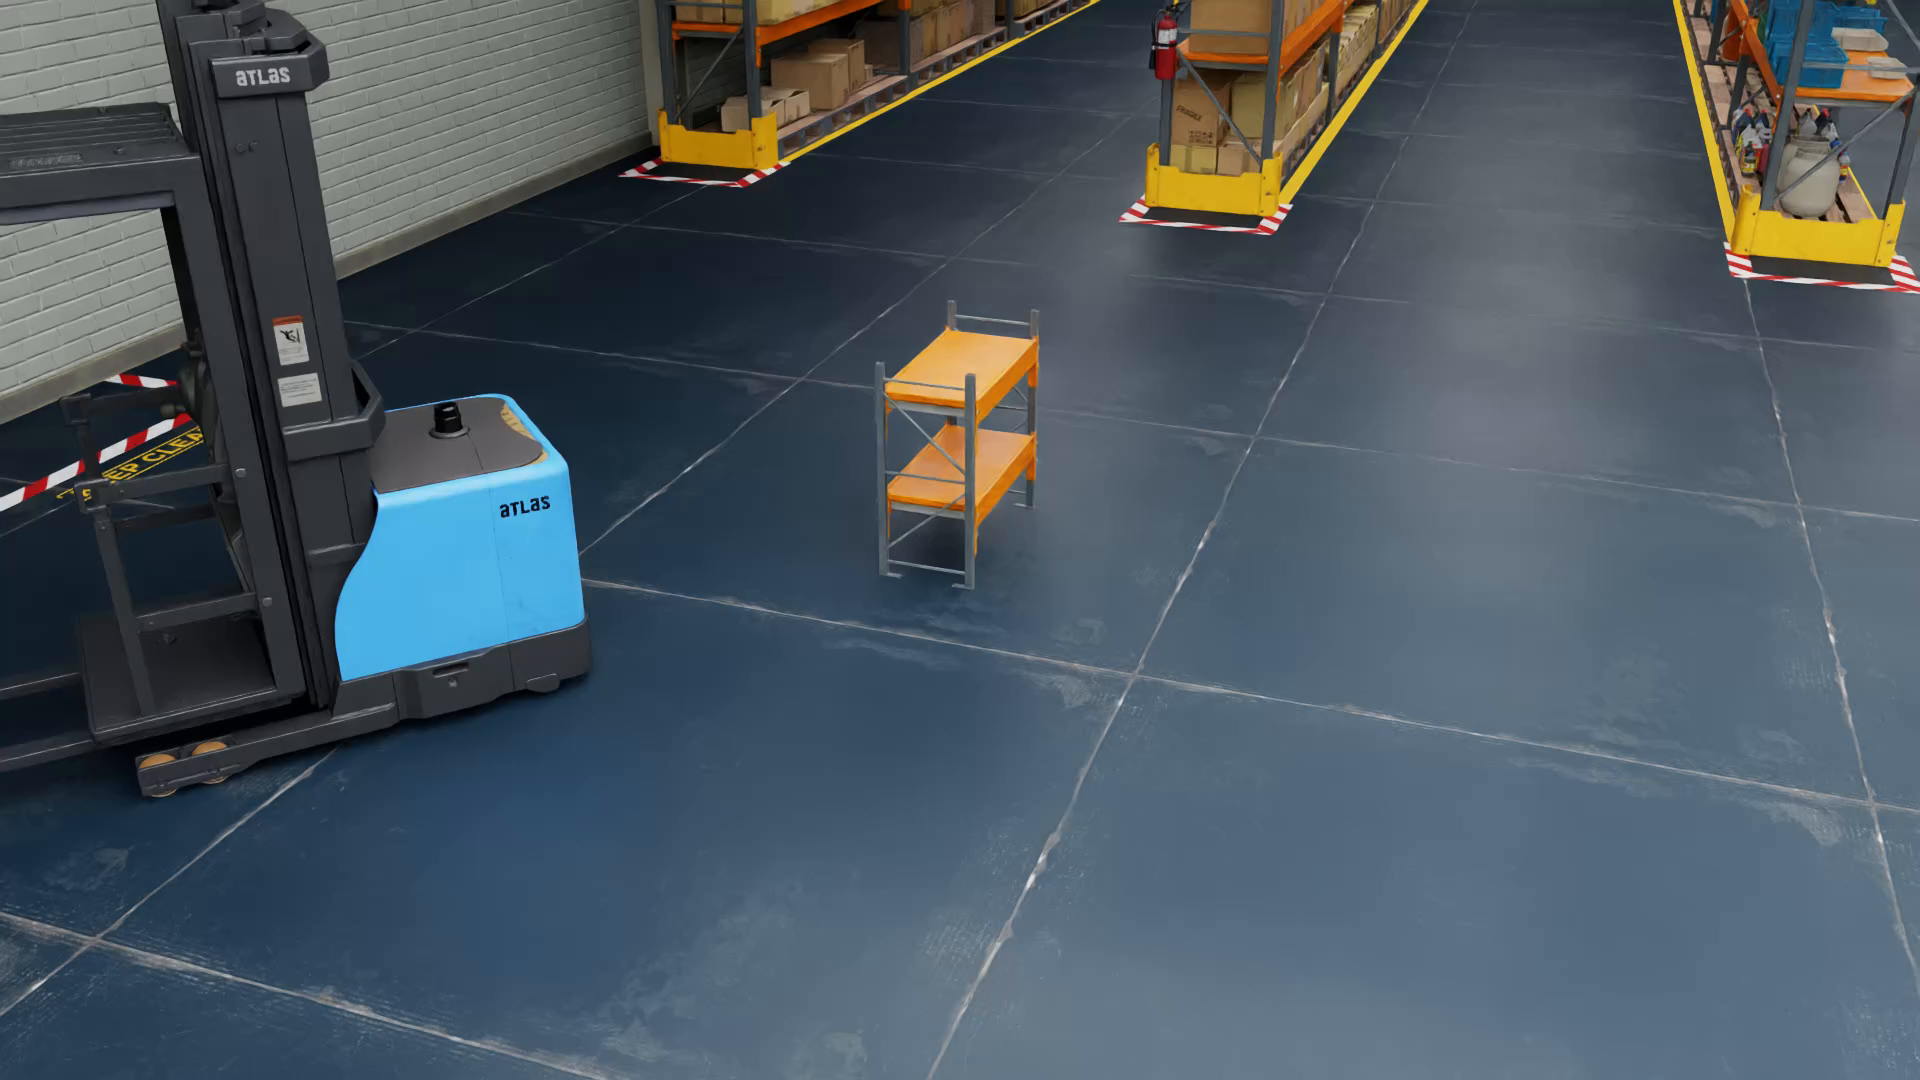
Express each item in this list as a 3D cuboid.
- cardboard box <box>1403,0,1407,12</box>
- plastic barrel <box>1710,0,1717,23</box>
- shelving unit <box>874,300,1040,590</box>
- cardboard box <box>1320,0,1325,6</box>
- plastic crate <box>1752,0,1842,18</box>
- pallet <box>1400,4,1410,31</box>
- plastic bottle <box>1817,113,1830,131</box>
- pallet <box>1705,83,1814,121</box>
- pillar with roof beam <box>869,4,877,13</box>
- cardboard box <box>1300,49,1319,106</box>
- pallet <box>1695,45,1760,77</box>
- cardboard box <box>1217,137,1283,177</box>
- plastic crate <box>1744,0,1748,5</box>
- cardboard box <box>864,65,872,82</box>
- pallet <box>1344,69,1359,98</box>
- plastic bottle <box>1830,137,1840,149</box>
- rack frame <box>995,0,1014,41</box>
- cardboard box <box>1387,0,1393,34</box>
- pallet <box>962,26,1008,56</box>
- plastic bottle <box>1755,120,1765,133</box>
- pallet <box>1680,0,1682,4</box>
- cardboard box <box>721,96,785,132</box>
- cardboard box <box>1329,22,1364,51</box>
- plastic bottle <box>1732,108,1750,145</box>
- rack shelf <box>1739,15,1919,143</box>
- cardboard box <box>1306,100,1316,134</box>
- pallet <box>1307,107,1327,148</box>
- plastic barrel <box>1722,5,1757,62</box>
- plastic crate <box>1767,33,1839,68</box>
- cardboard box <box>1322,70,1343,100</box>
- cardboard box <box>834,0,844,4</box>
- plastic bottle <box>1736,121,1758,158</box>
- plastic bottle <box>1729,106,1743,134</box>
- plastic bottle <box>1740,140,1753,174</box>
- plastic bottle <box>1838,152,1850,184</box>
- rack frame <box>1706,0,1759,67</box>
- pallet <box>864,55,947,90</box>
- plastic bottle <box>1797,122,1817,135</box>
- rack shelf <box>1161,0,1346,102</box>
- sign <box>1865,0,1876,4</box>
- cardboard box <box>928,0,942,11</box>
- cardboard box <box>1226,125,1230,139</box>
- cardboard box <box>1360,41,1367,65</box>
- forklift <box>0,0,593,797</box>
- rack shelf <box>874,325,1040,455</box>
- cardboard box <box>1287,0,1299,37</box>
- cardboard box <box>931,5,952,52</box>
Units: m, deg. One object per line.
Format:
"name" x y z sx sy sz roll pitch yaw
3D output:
"cardboard box" 6.189 -7.911 24.011 0.500 0.500 0.500 9 27 18
"plastic barrel" 10.728 -7.588 22.906 0.600 0.901 0.708 9 27 17
"shelving unit" 0.002 -0.509 8.511 0.538 1.125 1.048 9 27 17
"cardboard box" 3.451 -5.859 17.294 0.700 0.500 0.500 8 27 16
"plastic crate" 7.969 -5.053 15.814 0.767 0.338 0.504 9 27 17
"pallet" 6.020 -7.690 24.390 1.003 0.211 1.213 9 27 17
"plastic bottle" 8.256 -3.898 15.893 0.144 0.351 0.185 7 27 15
"pallet" 8.892 -4.853 18.532 1.003 0.211 1.213 9 27 17
"pillar with roof beam" 3.063 -10.025 19.128 9.100 9.000 0.400 9 27 17
"cardboard box" 3.305 -4.654 16.733 0.500 0.500 0.500 9 27 17
"pallet" 9.817 -5.996 20.892 1.003 0.211 1.213 9 27 17
"cardboard box" 2.650 -3.493 15.195 0.500 0.250 0.500 9 27 17
"plastic crate" 8.337 -5.768 17.240 0.392 0.384 0.575 9 27 17
"cardboard box" -1.229 -5.412 19.233 0.380 0.166 0.250 5 26 11
"pallet" 4.206 -5.553 19.978 1.003 0.211 1.213 9 27 17
"plastic bottle" 8.044 -3.569 15.304 0.097 0.271 0.097 0 26 0
"rack frame" 0.252 -8.358 22.570 1.000 3.000 0.127 9 27 17
"cardboard box" 5.514 -7.075 22.285 0.500 0.500 0.500 8 27 16
"pallet" -0.010 -6.782 22.514 1.003 0.211 1.213 9 27 17
"plastic bottle" 7.669 -3.899 15.986 0.097 0.271 0.097 0 26 0
"pallet" 11.945 -8.620 26.312 1.003 0.211 1.213 9 27 17
"cardboard box" -2.096 -4.329 16.830 0.500 0.311 0.500 6 26 12
"cardboard box" 4.476 -5.967 19.661 0.500 0.311 0.500 10 27 19
"plastic bottle" 7.603 -4.011 16.128 0.144 0.351 0.185 10 27 19
"rack shelf" 7.597 -4.131 14.666 1.077 0.370 4.000 9 27 17
"cardboard box" 3.317 -4.315 16.892 0.500 0.250 0.500 9 27 17
"pallet" 3.289 -4.421 17.639 1.003 0.211 1.213 9 27 17
"plastic barrel" 9.741 -6.337 20.404 0.600 0.830 0.708 9 27 17
"plastic crate" 7.038 -4.082 13.908 0.499 0.251 0.408 9 27 17
"cardboard box" 3.961 -5.078 18.470 0.500 0.250 0.500 8 27 16
"cardboard box" -1.444 -5.797 17.431 0.500 0.250 0.500 9 27 18
"plastic bottle" 7.399 -3.759 15.607 0.144 0.351 0.185 9 27 17
"plastic bottle" 7.743 -4.180 16.567 0.097 0.271 0.097 0 26 0
"plastic bottle" 7.151 -3.478 15.103 0.061 0.283 0.133 9 27 19
"plastic bottle" 7.829 -3.303 14.756 0.097 0.271 0.097 0 26 0
"rack frame" 9.594 -6.921 19.602 1.000 3.000 0.127 9 27 17
"pallet" -0.822 -5.779 20.443 1.003 0.211 1.213 9 27 17
"plastic bottle" 8.108 -3.875 15.932 0.152 0.276 0.135 9 27 17
"rack shelf" 2.928 -4.851 16.153 1.077 0.370 4.000 9 27 17
"sign" 8.778 -5.317 15.973 0.100 0.325 0.005 9 27 17
"cardboard box" -0.537 -6.825 20.907 0.500 0.250 0.500 8 27 16
"cardboard box" 2.317 -3.775 15.778 0.500 0.250 0.500 9 27 17
"cardboard box" 4.641 -5.922 20.213 0.500 0.250 0.500 9 27 19
"forklift" -3.182 -0.558 6.538 3.031 2.935 1.130 -13 29 -26
"rack shelf" 0.002 -0.772 8.383 0.538 0.278 1.000 9 27 17
"cardboard box" 2.770 -5.008 15.536 0.700 0.500 0.500 9 27 18
"cardboard box" -0.518 -6.515 21.128 0.700 0.500 0.500 9 27 18
